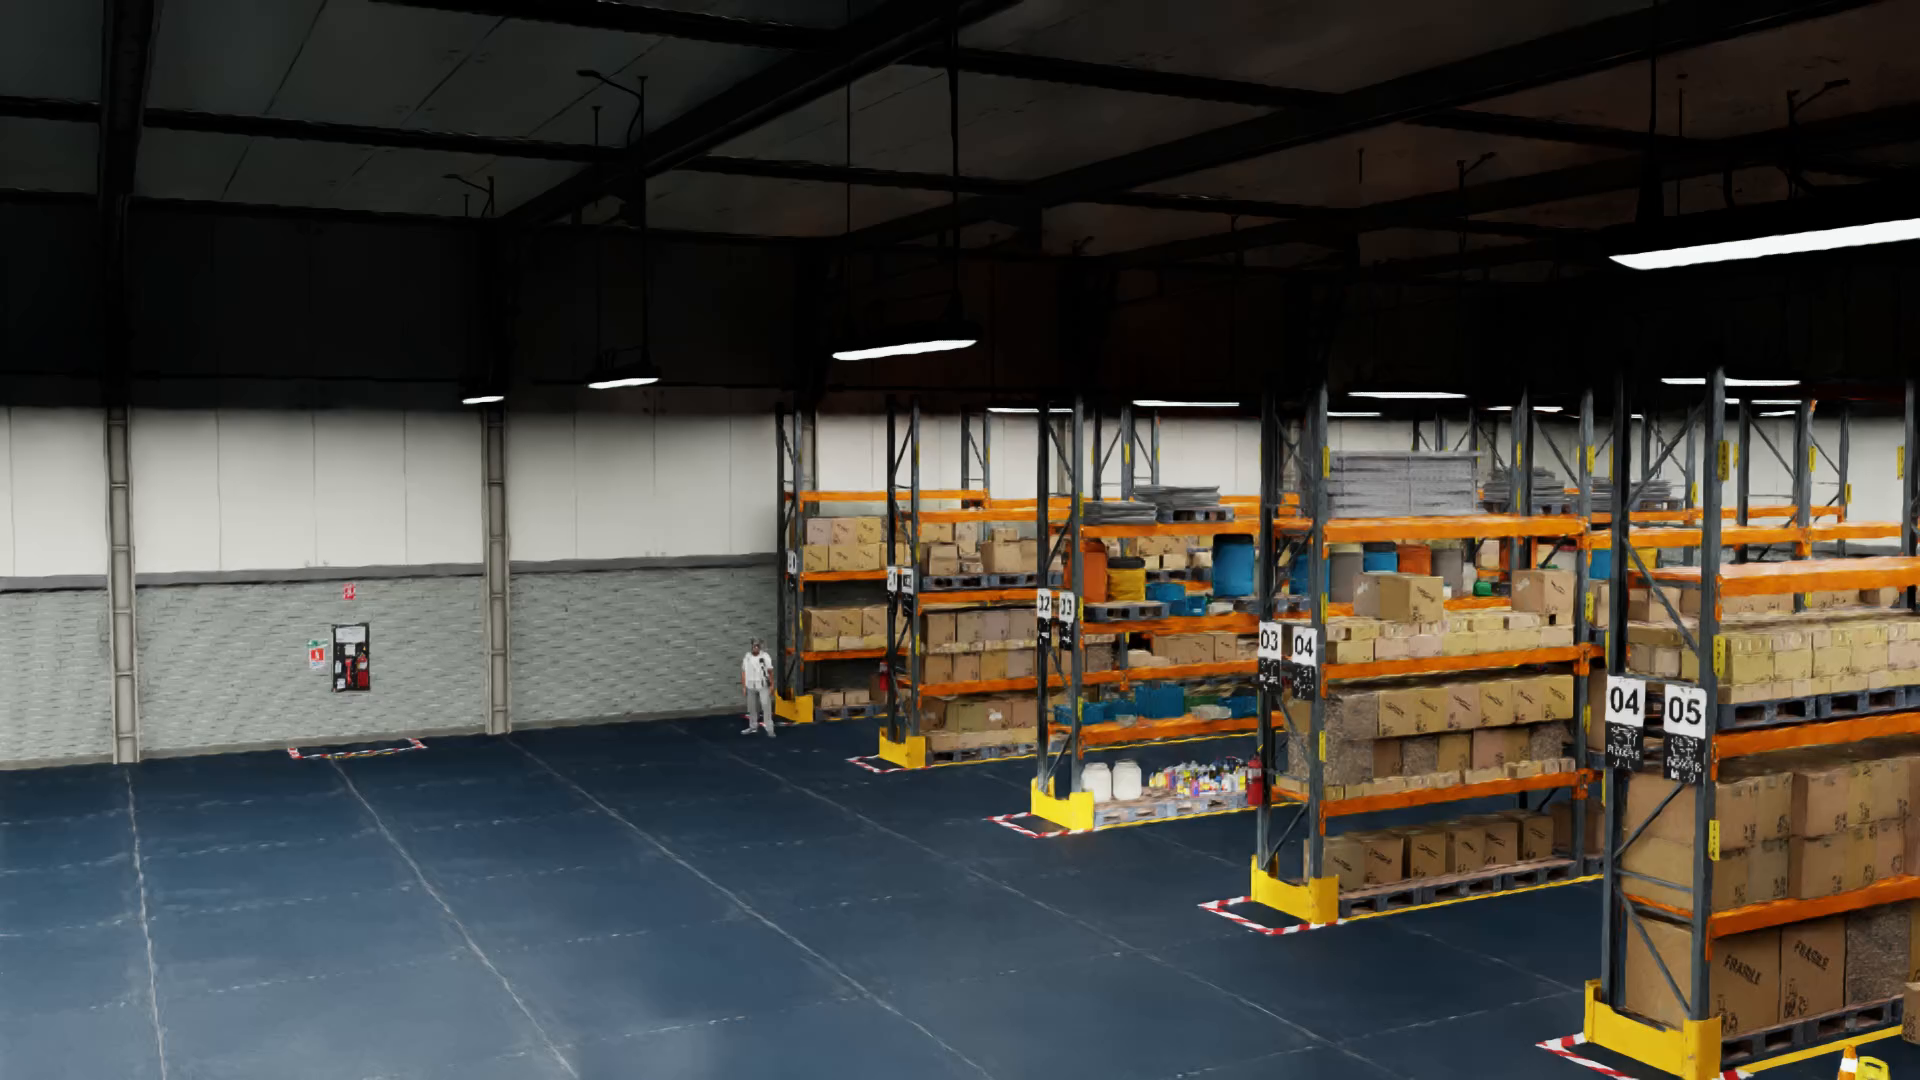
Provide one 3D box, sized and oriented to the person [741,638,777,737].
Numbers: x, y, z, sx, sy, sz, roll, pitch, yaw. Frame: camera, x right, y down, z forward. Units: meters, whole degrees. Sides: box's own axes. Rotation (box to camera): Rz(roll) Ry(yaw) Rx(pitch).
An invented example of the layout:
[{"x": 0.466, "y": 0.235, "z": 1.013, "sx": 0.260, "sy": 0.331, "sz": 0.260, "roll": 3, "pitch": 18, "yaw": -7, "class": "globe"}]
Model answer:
[{"x": -3.569, "y": 2.601, "z": 29.604, "sx": 0.770, "sy": 1.753, "sz": 0.588, "roll": 1, "pitch": 3, "yaw": 11, "class": "person"}]
